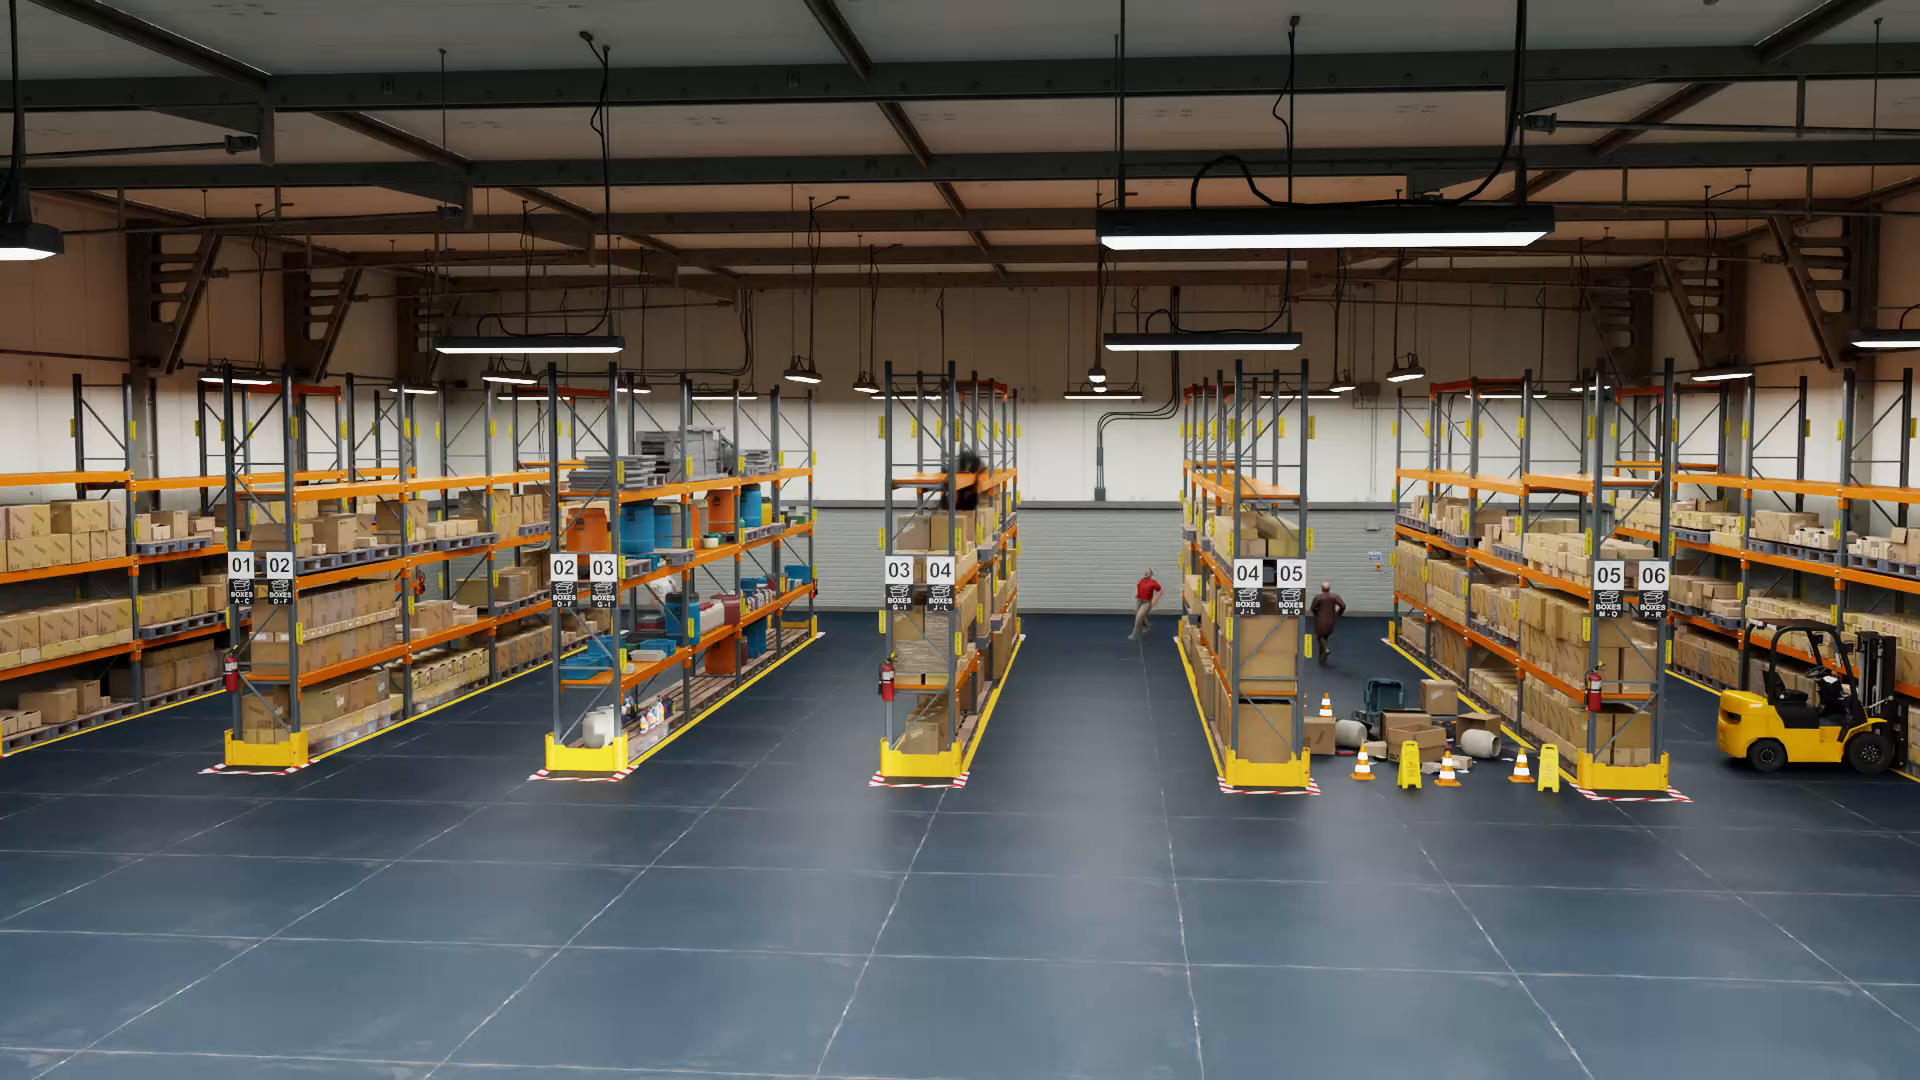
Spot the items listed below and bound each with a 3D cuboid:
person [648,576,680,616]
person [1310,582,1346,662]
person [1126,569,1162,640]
[{"bbox_3d":[-7.250,1.465,40.743,0.771,1.724,0.626,-2,4,-32],"label":"person"},{"bbox_3d":[7.868,1.776,35.720,0.735,1.758,0.910,0,4,-8],"label":"person"},{"bbox_3d":[4.462,1.536,39.911,0.911,1.684,0.722,-3,5,-42],"label":"person"}]
